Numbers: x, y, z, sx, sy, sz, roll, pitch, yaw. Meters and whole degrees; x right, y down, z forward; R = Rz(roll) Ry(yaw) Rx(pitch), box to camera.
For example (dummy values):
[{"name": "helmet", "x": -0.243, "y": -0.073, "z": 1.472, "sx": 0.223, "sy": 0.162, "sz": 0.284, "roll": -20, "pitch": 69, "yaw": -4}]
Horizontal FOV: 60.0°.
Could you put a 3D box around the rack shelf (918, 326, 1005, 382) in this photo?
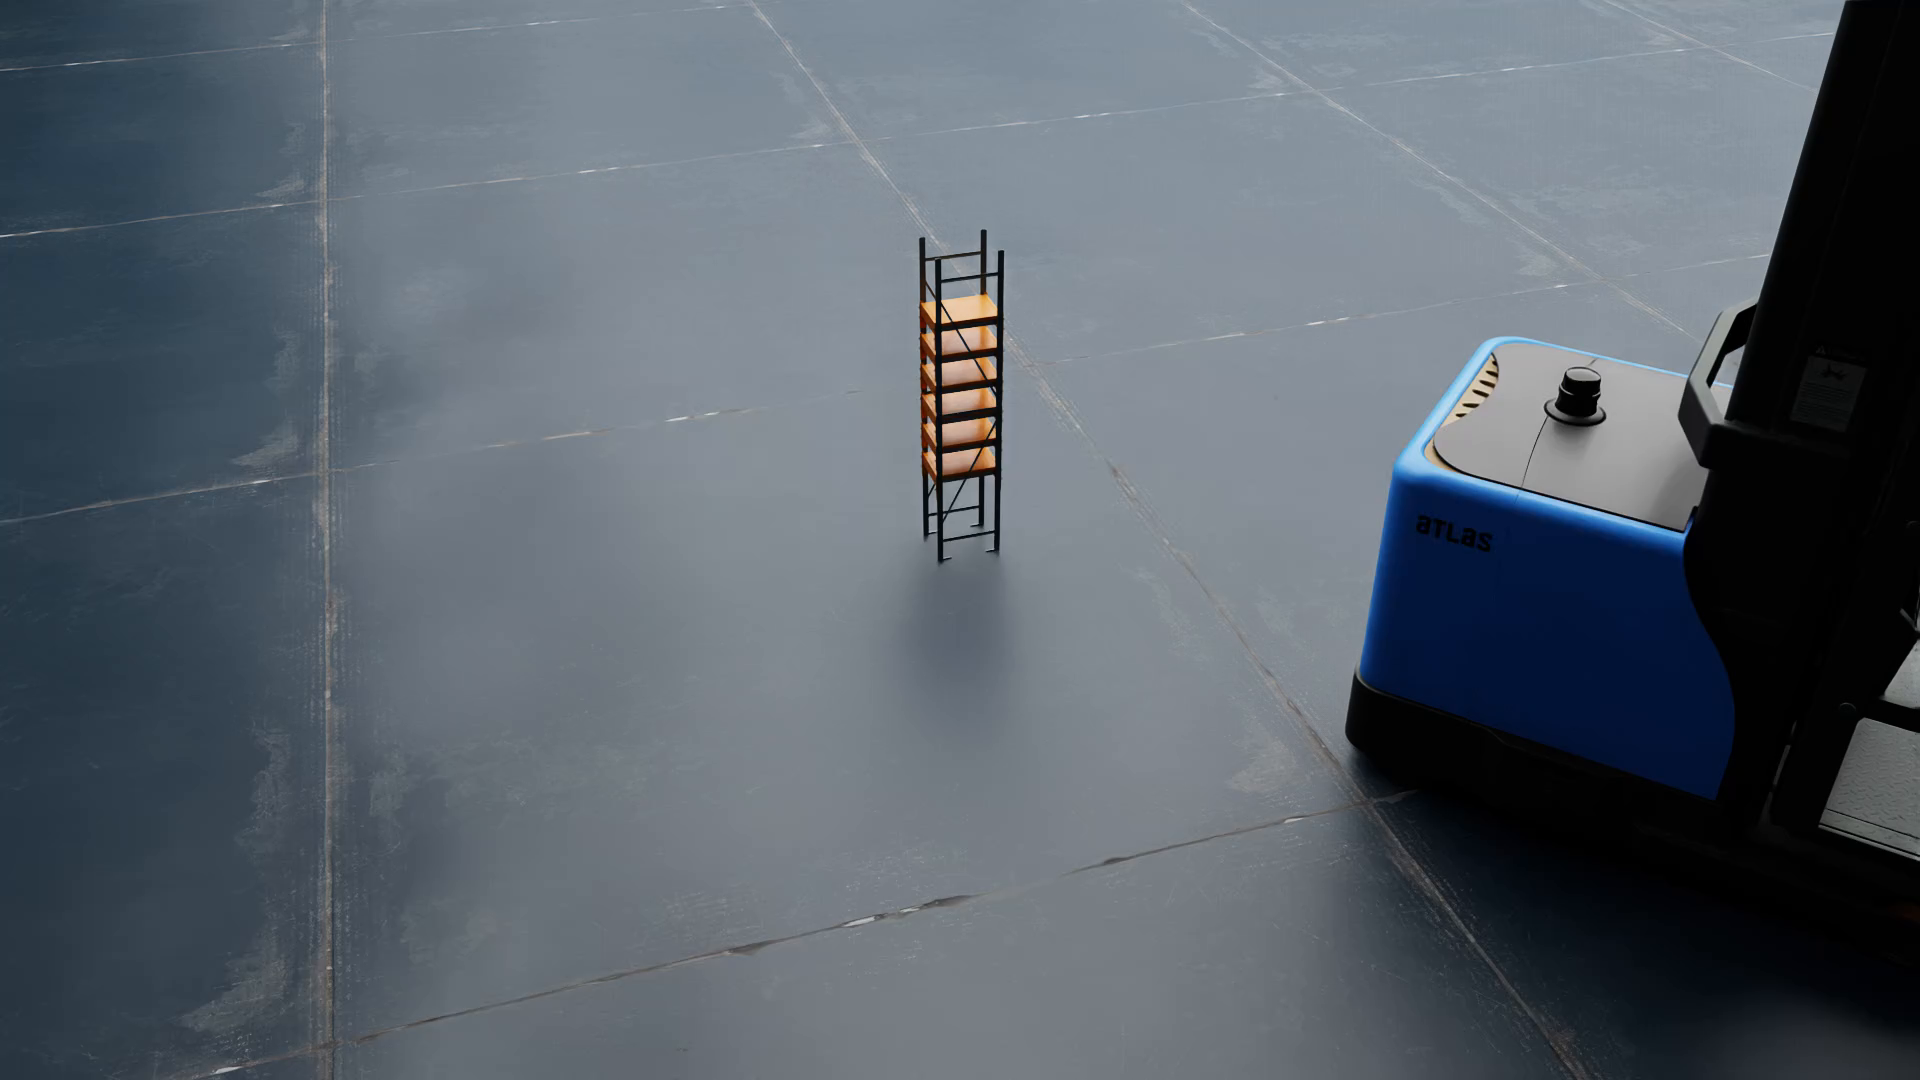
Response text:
[{"name": "rack shelf", "x": 0.004, "y": -0.656, "z": 5.800, "sx": 0.258, "sy": 0.103, "sz": 0.180, "roll": -10, "pitch": 35, "yaw": -15}]

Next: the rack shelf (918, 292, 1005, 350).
[{"name": "rack shelf", "x": 0.004, "y": -0.756, "z": 5.734, "sx": 0.258, "sy": 0.103, "sz": 0.180, "roll": -10, "pitch": 35, "yaw": -15}]

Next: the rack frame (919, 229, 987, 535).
[{"name": "rack frame", "x": -0.023, "y": -0.541, "z": 5.980, "sx": 0.240, "sy": 1.200, "sz": 0.006, "roll": -10, "pitch": 35, "yaw": -15}]

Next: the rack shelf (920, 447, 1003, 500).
[{"name": "rack shelf", "x": 0.004, "y": -0.256, "z": 6.065, "sx": 0.258, "sy": 0.103, "sz": 0.180, "roll": -10, "pitch": 35, "yaw": -15}]

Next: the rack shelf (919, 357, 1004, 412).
[{"name": "rack shelf", "x": 0.004, "y": -0.556, "z": 5.866, "sx": 0.258, "sy": 0.103, "sz": 0.180, "roll": -10, "pitch": 35, "yaw": -15}]

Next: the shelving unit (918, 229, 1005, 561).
[{"name": "shelving unit", "x": 0.004, "y": -0.493, "z": 5.908, "sx": 0.258, "sy": 1.200, "sz": 0.189, "roll": -10, "pitch": 35, "yaw": -15}]

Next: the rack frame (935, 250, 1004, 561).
[{"name": "rack frame", "x": 0.032, "y": -0.445, "z": 5.835, "sx": 0.240, "sy": 1.200, "sz": 0.006, "roll": -10, "pitch": 35, "yaw": -15}]

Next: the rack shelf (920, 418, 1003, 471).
[{"name": "rack shelf", "x": 0.004, "y": -0.356, "z": 5.998, "sx": 0.258, "sy": 0.103, "sz": 0.180, "roll": -10, "pitch": 35, "yaw": -15}]

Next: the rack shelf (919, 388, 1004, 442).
[{"name": "rack shelf", "x": 0.004, "y": -0.456, "z": 5.932, "sx": 0.258, "sy": 0.103, "sz": 0.180, "roll": -10, "pitch": 35, "yaw": -15}]

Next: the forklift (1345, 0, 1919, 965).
[{"name": "forklift", "x": 2.736, "y": -0.356, "z": 4.130, "sx": 3.031, "sy": 2.935, "sz": 1.130, "roll": 18, "pitch": 38, "yaw": 25}]
